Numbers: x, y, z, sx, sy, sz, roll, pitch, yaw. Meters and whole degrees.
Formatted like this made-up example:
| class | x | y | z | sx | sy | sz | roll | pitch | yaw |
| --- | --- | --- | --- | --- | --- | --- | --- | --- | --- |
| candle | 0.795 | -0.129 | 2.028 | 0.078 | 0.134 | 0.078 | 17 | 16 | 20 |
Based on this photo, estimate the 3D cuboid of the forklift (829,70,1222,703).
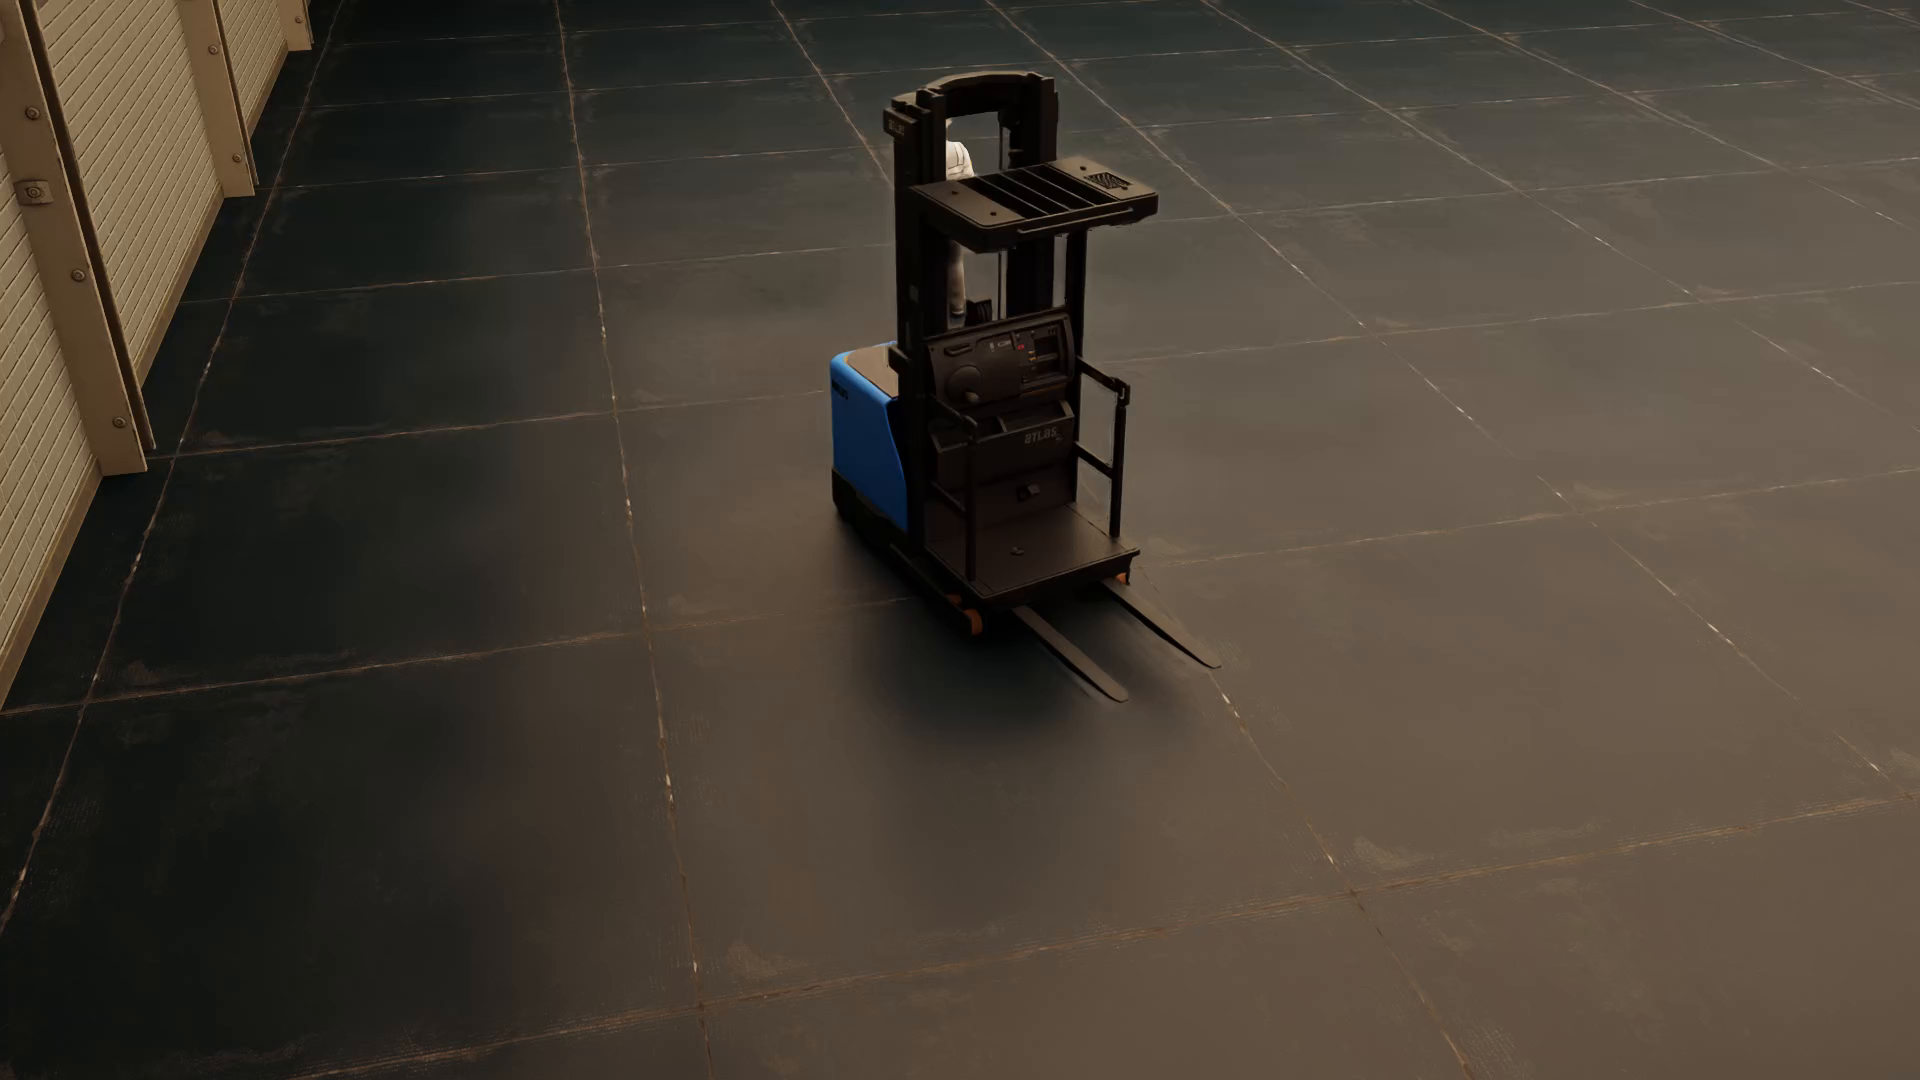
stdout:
| class | x | y | z | sx | sy | sz | roll | pitch | yaw |
| --- | --- | --- | --- | --- | --- | --- | --- | --- | --- |
| forklift | 0.350 | -0.974 | 9.258 | 1.130 | 2.935 | 3.031 | -16 | 34 | -26 |

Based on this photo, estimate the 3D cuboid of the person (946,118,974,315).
| class | x | y | z | sx | sy | sz | roll | pitch | yaw |
| --- | --- | --- | --- | --- | --- | --- | --- | --- | --- |
| person | -0.214 | -2.578 | 13.159 | 0.642 | 1.782 | 0.573 | -13 | 33 | -21 |
